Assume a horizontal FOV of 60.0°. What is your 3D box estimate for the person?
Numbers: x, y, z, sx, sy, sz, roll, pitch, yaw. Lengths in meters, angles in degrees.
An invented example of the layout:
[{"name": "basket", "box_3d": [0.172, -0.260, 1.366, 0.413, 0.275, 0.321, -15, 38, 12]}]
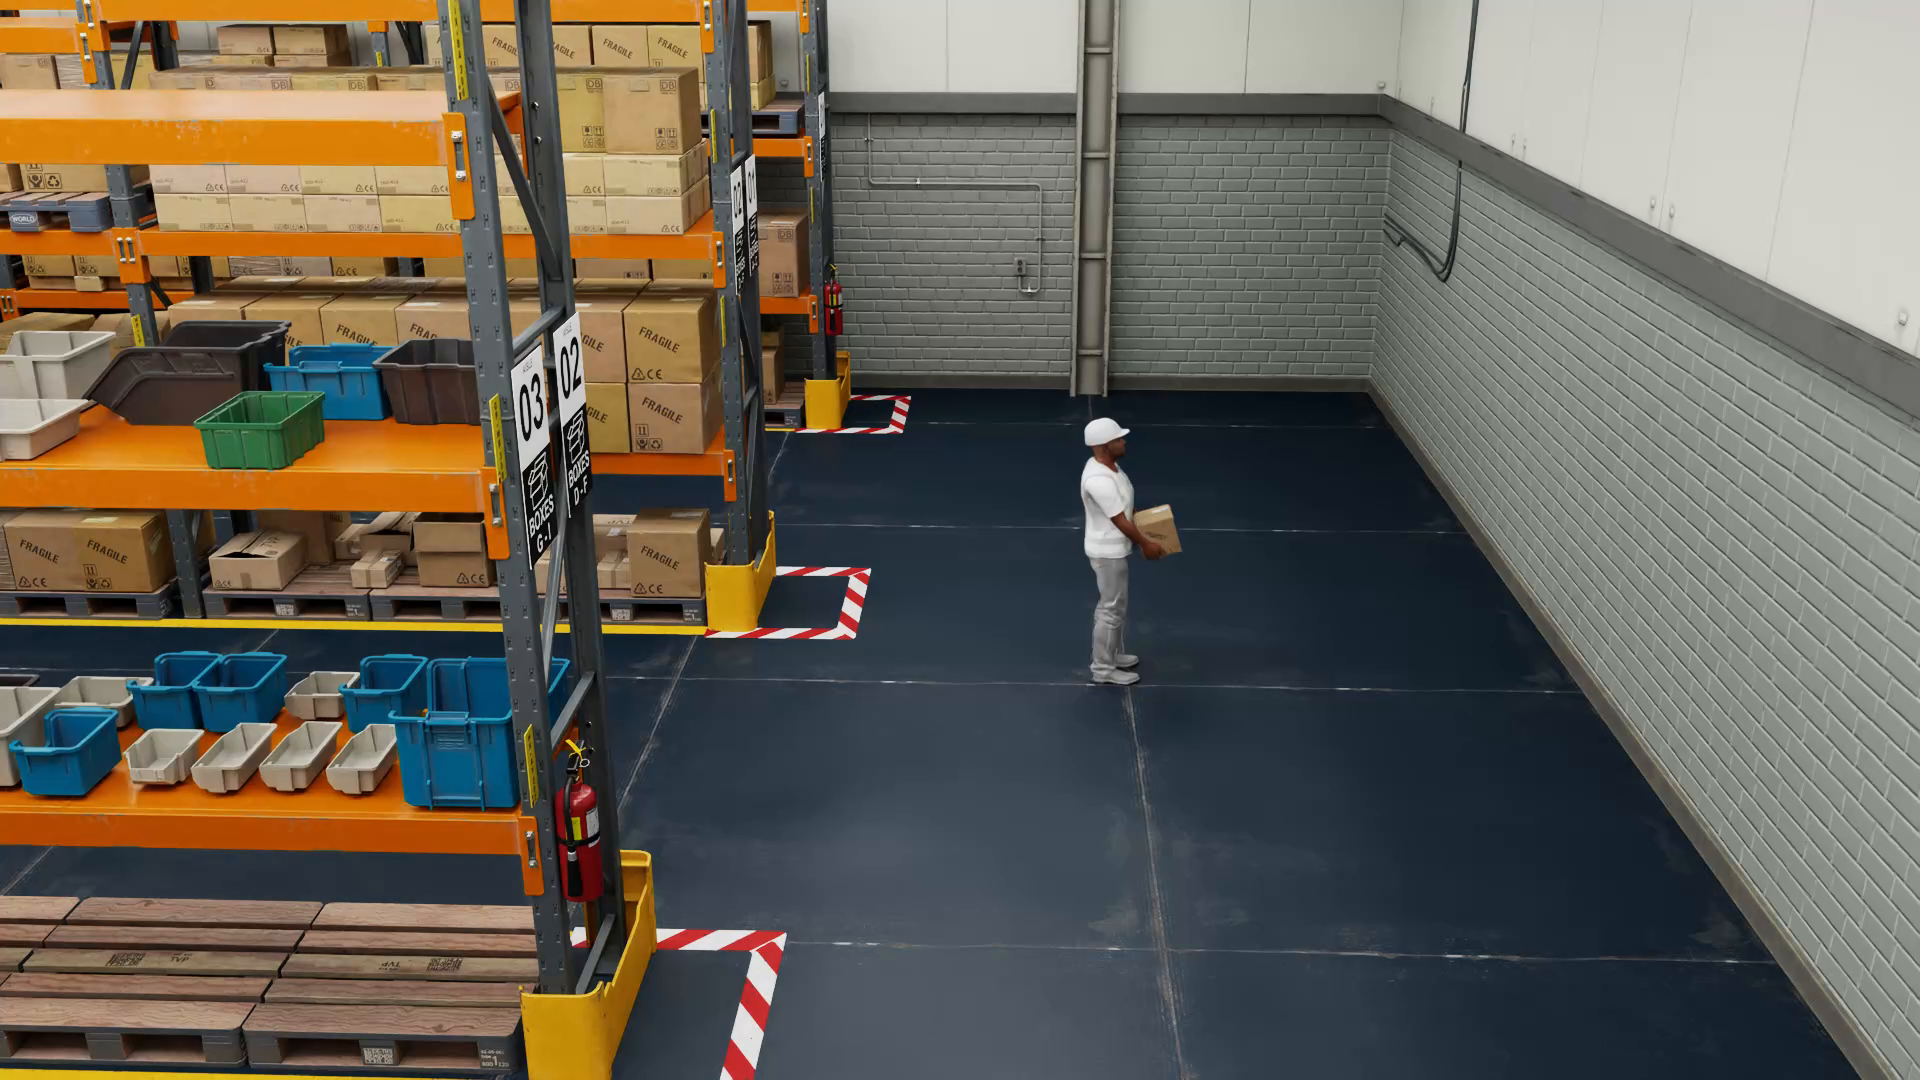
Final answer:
[{"name": "person", "box_3d": [1.070, 0.063, 10.874, 0.571, 1.770, 0.516, 2, 21, 6]}]
